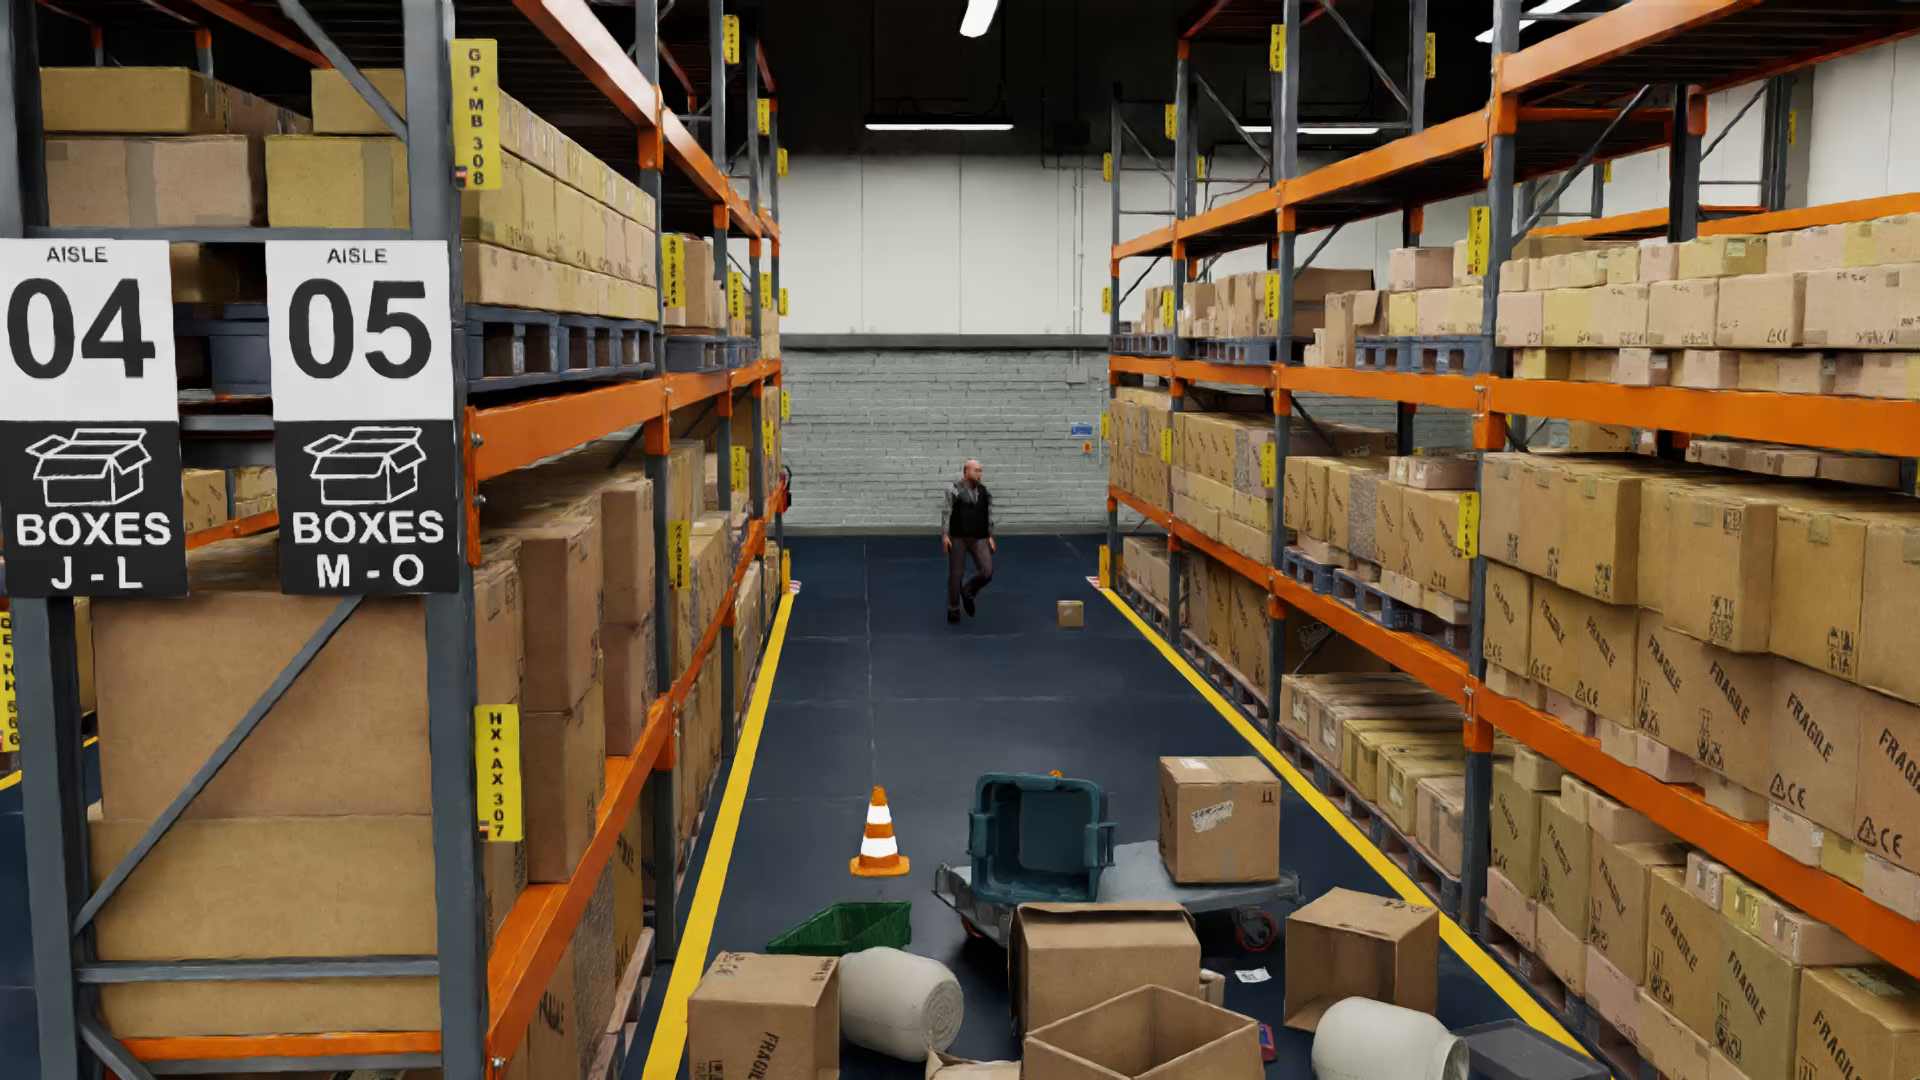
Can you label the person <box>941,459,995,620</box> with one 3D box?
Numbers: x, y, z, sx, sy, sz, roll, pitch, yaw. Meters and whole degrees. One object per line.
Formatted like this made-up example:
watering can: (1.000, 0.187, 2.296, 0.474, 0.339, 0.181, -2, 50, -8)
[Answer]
person: (0.099, 0.001, 17.668, 0.621, 1.710, 0.473, -2, 7, -19)
